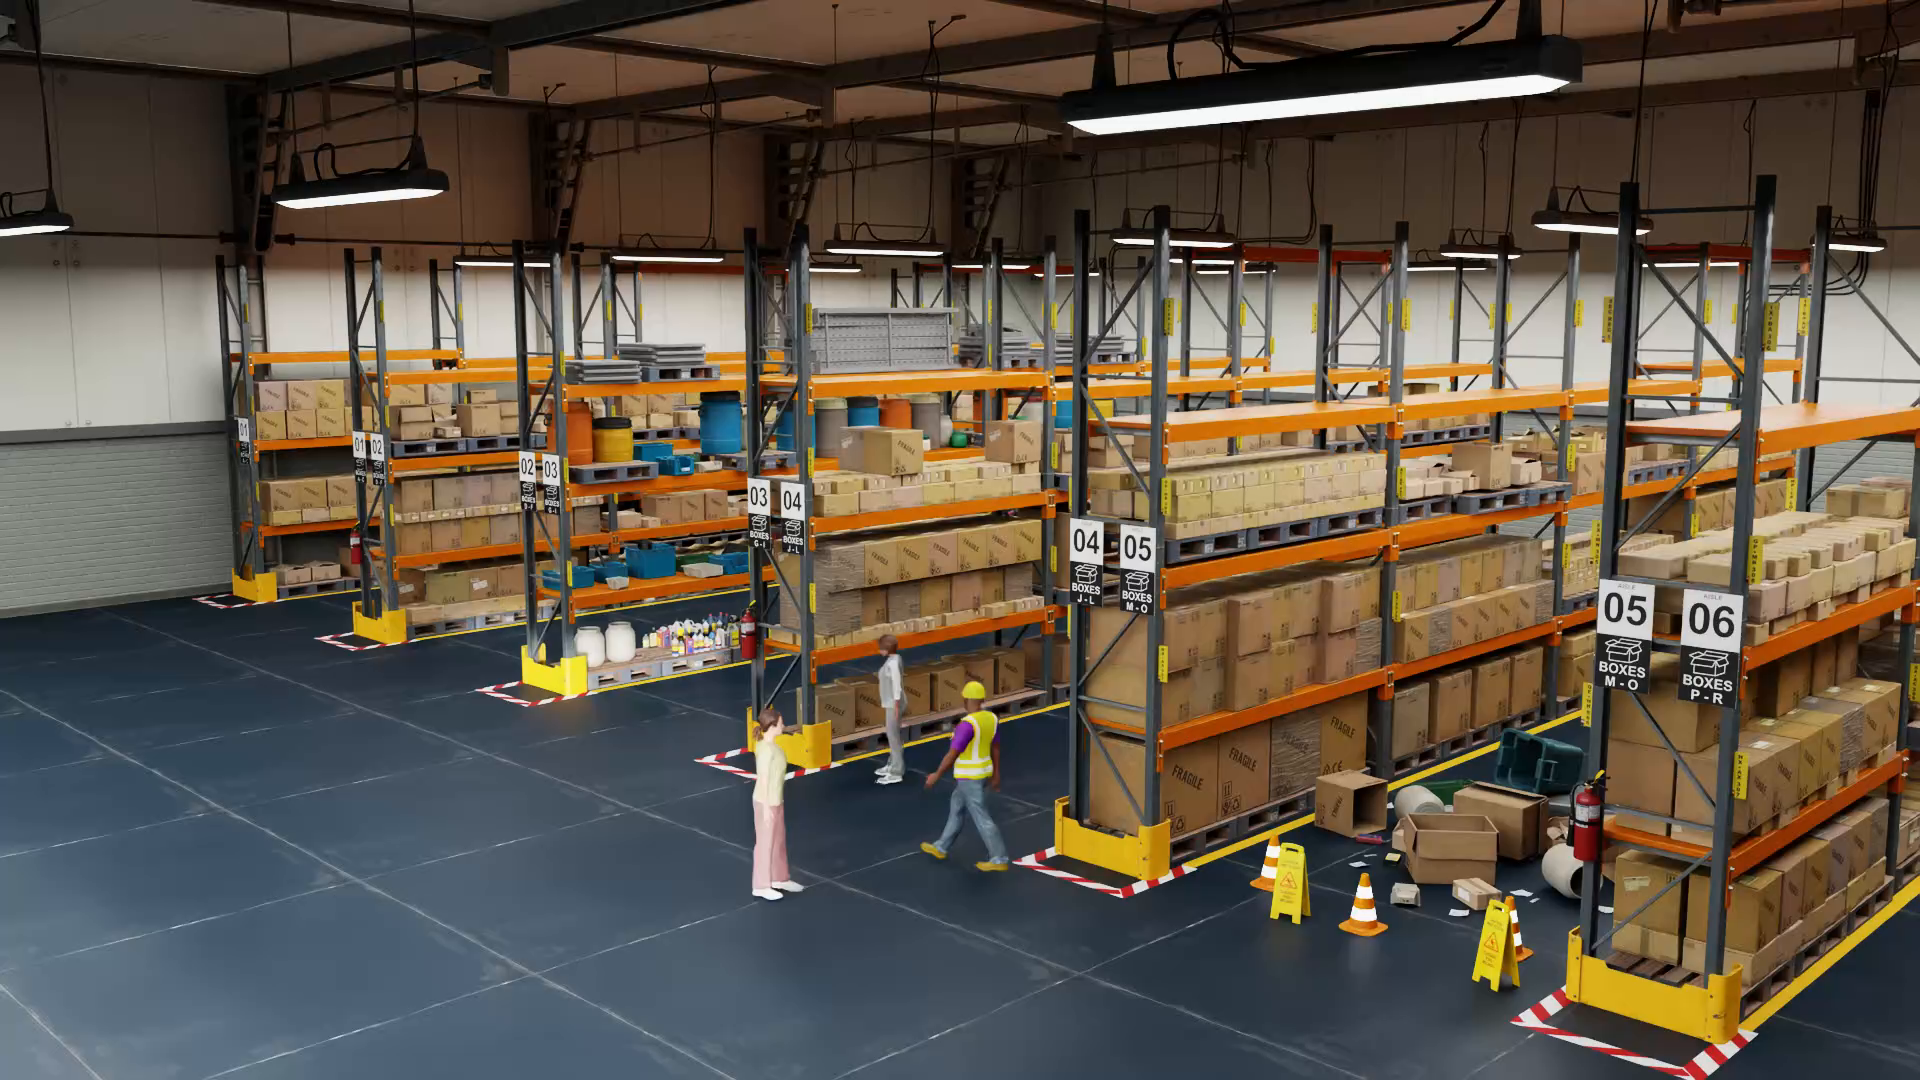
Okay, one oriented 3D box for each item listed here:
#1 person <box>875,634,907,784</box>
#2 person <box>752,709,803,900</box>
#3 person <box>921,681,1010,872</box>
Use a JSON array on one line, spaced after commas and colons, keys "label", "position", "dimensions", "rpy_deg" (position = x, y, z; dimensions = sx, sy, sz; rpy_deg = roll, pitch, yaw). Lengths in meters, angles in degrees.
[{"label": "person", "position": [-0.756, 1.819, 18.110], "dimensions": [0.361, 1.598, 0.487], "rpy_deg": [0, 8, -2]}, {"label": "person", "position": [-1.612, 2.301, 14.505], "dimensions": [0.435, 1.692, 0.469], "rpy_deg": [0, 8, 0]}, {"label": "person", "position": [0.019, 2.144, 15.230], "dimensions": [0.977, 1.717, 0.621], "rpy_deg": [4, 9, 24]}]
